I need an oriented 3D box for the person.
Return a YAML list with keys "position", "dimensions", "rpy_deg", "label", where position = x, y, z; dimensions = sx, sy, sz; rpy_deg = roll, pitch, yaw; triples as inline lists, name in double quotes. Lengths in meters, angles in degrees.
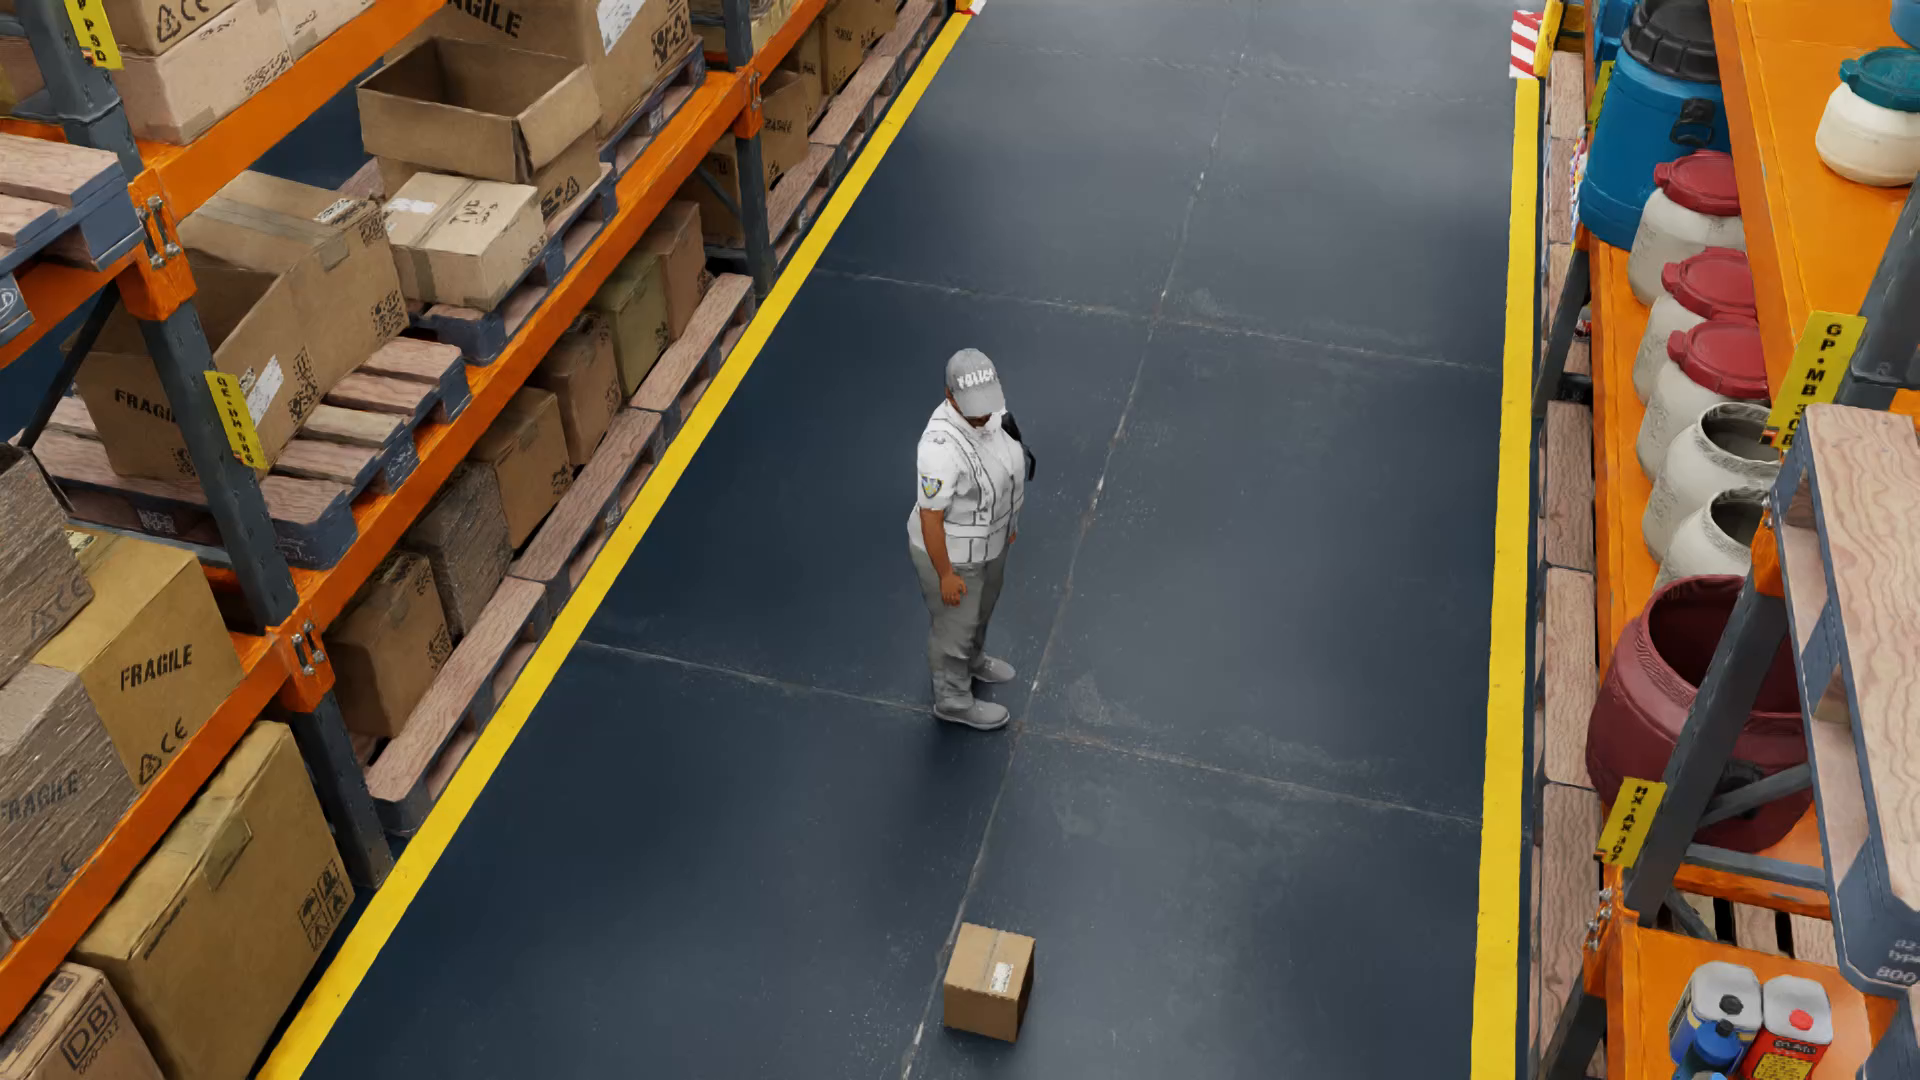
- position: [0.034, 0.008, 6.146]
  dimensions: [0.415, 1.711, 0.527]
  rpy_deg: [19, 45, 20]
  label: "person"
